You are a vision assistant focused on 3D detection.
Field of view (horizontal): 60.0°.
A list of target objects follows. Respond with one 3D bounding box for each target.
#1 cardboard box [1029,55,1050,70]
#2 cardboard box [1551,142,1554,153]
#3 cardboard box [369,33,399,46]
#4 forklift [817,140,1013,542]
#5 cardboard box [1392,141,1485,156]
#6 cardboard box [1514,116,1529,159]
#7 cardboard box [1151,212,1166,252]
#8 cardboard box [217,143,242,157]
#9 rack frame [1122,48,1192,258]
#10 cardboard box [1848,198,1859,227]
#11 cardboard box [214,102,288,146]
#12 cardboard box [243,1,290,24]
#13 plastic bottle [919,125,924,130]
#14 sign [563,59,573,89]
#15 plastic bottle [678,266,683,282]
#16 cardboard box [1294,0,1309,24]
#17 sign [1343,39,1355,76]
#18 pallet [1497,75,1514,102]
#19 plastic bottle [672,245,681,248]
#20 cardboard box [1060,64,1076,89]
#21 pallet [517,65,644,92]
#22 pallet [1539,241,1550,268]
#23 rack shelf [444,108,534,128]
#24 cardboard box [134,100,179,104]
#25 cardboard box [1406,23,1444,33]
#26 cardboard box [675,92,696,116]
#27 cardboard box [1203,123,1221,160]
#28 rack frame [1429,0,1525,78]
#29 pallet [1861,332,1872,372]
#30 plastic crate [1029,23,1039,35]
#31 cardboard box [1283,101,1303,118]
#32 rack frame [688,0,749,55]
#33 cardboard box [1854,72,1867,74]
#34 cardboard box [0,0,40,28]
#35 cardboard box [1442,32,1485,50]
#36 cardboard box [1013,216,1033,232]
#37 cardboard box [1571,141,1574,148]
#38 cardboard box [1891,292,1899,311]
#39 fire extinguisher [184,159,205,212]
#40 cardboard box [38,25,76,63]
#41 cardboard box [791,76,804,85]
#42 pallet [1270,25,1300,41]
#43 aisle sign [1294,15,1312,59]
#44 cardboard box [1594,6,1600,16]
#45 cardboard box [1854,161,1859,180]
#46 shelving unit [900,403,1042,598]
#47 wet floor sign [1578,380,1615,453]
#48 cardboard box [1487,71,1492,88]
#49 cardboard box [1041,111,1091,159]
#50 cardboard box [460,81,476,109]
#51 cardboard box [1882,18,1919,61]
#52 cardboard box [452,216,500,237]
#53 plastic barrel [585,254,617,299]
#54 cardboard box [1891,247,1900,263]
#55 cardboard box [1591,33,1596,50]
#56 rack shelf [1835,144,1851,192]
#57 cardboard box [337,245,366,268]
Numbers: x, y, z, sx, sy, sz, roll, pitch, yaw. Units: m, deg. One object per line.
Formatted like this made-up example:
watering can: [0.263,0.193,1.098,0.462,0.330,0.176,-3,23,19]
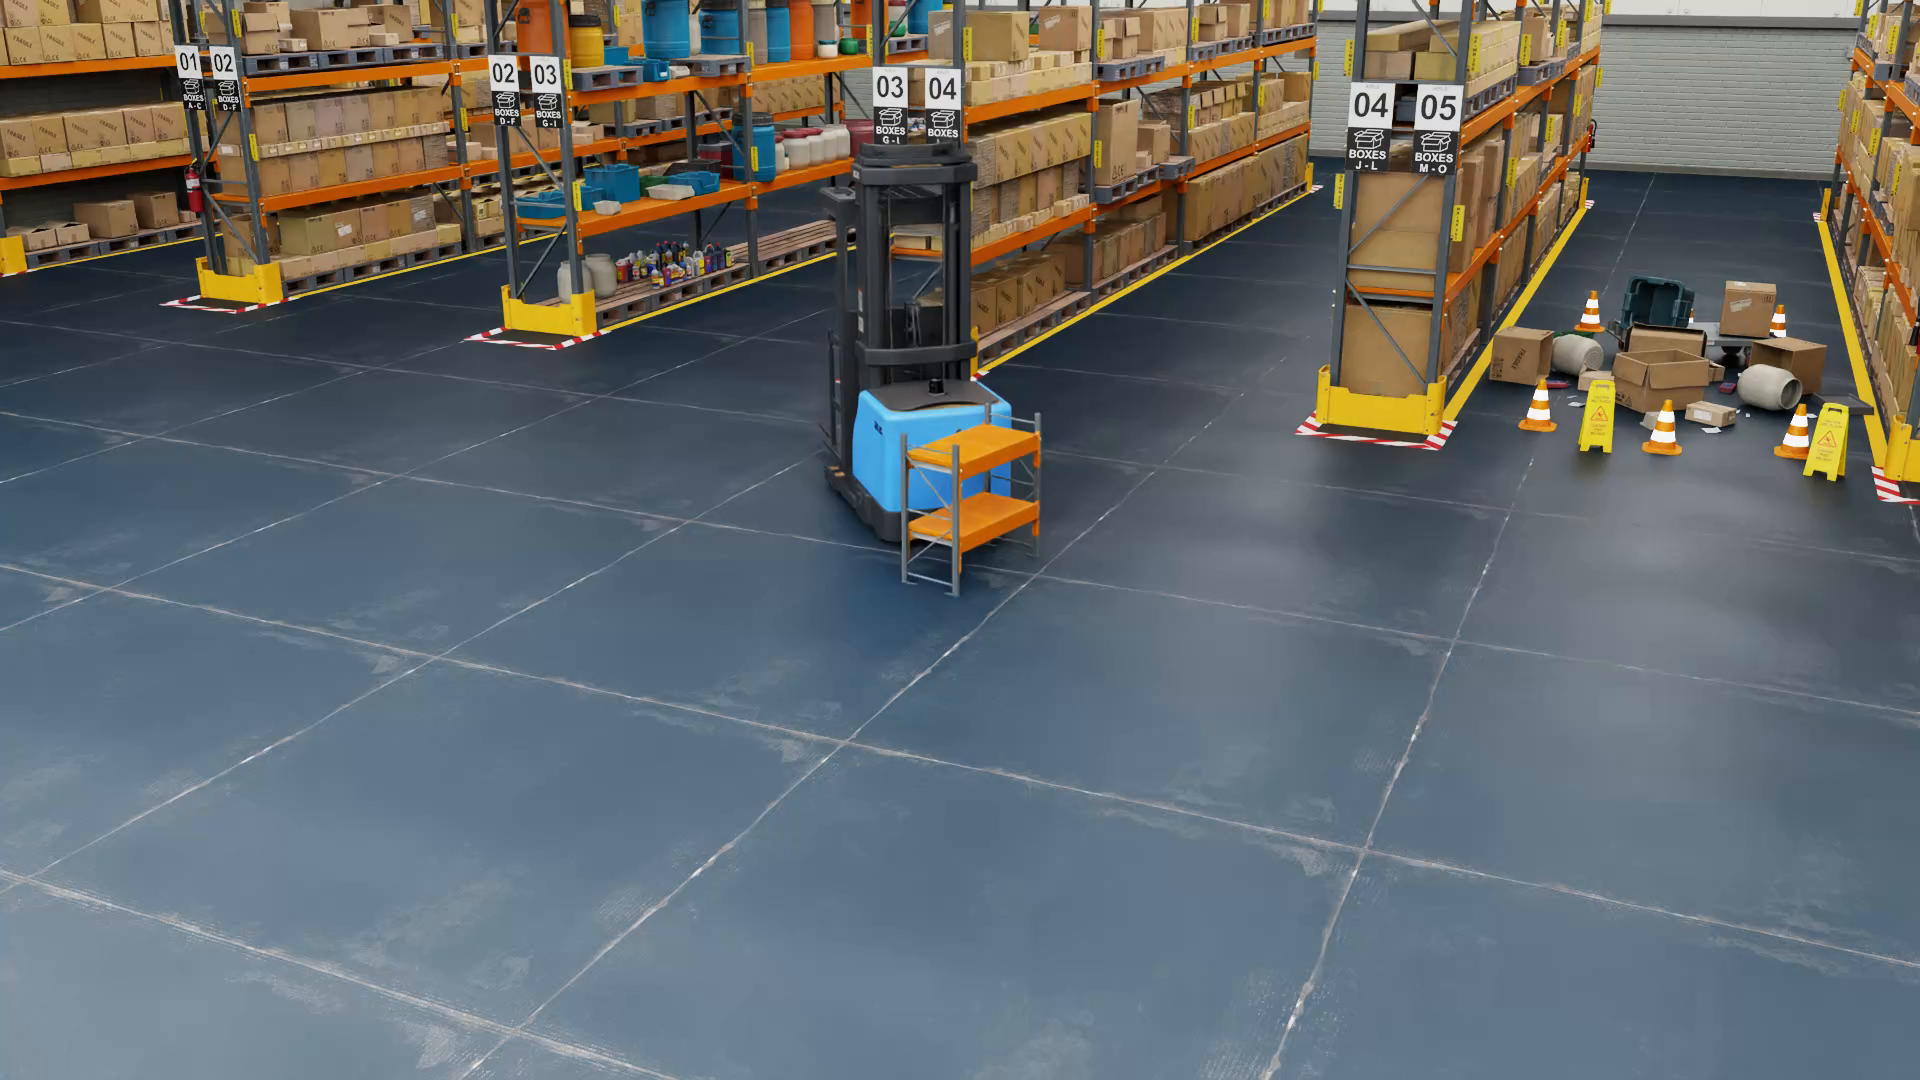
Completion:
cardboard box: [0.811,-5.462,19.003,0.380,0.149,0.250,10,22,25]
cardboard box: [8.571,-5.822,24.610,0.380,0.149,0.250,8,21,20]
cardboard box: [-8.066,-6.987,23.202,0.380,0.149,0.250,9,21,23]
forklift: [-0.526,-1.824,13.724,1.130,2.935,3.031,-6,20,-17]
cardboard box: [5.051,-3.904,17.634,0.875,0.550,0.550,9,21,23]
cardboard box: [6.938,-5.213,21.510,0.700,0.500,0.500,8,21,22]
cardboard box: [2.597,-4.519,24.273,0.700,0.500,0.500,7,21,20]
cardboard box: [-9.476,-5.108,21.737,0.380,0.149,0.250,8,21,22]
rack frame: [2.853,-5.697,24.512,1.000,3.000,0.127,9,21,23]
cardboard box: [14.253,-5.002,25.754,0.875,0.438,0.875,8,21,21]
cardboard box: [-9.234,-5.427,21.668,0.700,0.500,0.500,9,21,23]
cardboard box: [-11.540,-8.705,27.716,0.500,0.500,0.500,8,21,21]
plastic bottle: [-0.648,-6.789,27.773,0.097,0.271,0.097,0,20,0]
sign: [-4.441,-5.272,18.826,0.100,0.325,0.005,9,21,23]
plastic bottle: [-3.693,-3.497,21.845,0.097,0.201,0.097,0,20,0]
cardboard box: [5.965,-9.682,30.314,0.700,0.500,0.500,7,21,19]
sign: [3.571,-4.412,15.218,0.100,0.325,0.005,9,21,23]
pallet: [5.354,-4.886,17.886,1.003,0.211,1.213,9,21,23]
plastic bottle: [-3.941,-3.938,22.974,0.152,0.276,0.135,9,22,25]
cardboard box: [1.043,-5.484,19.658,0.500,0.250,0.500,9,22,24]
pallet: [-4.513,-5.495,19.749,1.003,0.211,1.213,9,21,23]
pallet: [8.159,-4.282,24.695,1.003,0.211,1.213,9,21,23]
rack shelf: [-9.885,-8.009,32.085,1.077,0.370,4.000,9,21,23]
cardboard box: [-12.725,-6.690,26.380,0.500,0.500,0.500,8,21,21]
cardboard box: [4.824,-5.302,17.333,0.380,0.149,0.250,9,21,23]
cardboard box: [-5.212,-7.977,30.146,0.700,0.500,0.500,3,20,9]
cardboard box: [3.716,-6.171,25.694,0.500,0.500,0.500,8,21,22]
rack frame: [5.699,-6.589,18.068,1.000,3.000,0.127,9,21,23]
pallet: [10.574,-2.039,18.387,1.003,0.211,1.213,9,21,23]
plastic crate: [1.467,-9.795,31.874,0.450,0.188,0.336,9,21,23]
cardboard box: [5.964,-7.873,30.409,0.500,0.250,0.500,8,21,22]
rack frame: [-3.304,-7.981,21.979,1.000,3.000,0.127,9,21,23]
cardboard box: [14.772,-7.536,27.074,0.380,0.149,0.250,9,21,24]
cardboard box: [-13.349,-7.462,23.327,0.500,0.500,0.500,8,21,22]
cardboard box: [4.696,-4.669,15.553,0.380,0.149,0.250,8,21,22]
cardboard box: [0.614,-3.633,19.082,0.380,0.149,0.250,9,21,23]
cardboard box: [9.768,-6.460,27.032,0.380,0.149,0.250,9,21,24]
cardboard box: [9.454,-2.345,16.476,0.380,0.149,0.250,9,22,25]
fire extinguisher: [-9.931,-4.603,21.551,0.296,0.674,0.183,9,21,23]
cardboard box: [-13.153,-7.147,23.933,0.500,0.500,0.500,10,22,25]
cardboard box: [-3.463,-9.377,33.217,0.500,0.500,0.500,9,22,24]
pallet: [5.337,-8.912,29.206,1.003,0.211,1.213,9,21,23]
aisle sign: [6.432,-9.348,30.899,0.394,0.787,0.004,9,21,23]
cardboard box: [10.441,-8.819,27.697,0.380,0.149,0.250,9,21,24]
cardboard box: [12.676,-5.078,22.996,0.500,0.250,0.500,8,21,22]
shelving unit: [0.090,-0.311,12.166,0.538,1.125,1.048,14,24,34]
wet floor sign: [5.855,-1.150,15.240,0.267,0.644,0.232,5,20,13]
cardboard box: [5.010,-4.527,16.343,0.380,0.149,0.250,8,21,22]
cardboard box: [1.282,-4.957,20.346,0.500,0.500,0.500,9,21,23]
cardboard box: [-9.638,-8.517,31.817,0.500,0.500,0.500,9,22,24]
cardboard box: [12.126,-6.324,21.023,0.700,0.500,0.500,7,21,20]
cardboard box: [-7.430,-4.826,25.540,0.500,0.250,0.500,8,21,21]
plastic barrel: [-4.536,-3.322,20.919,0.421,0.512,0.421,0,20,0]
cardboard box: [9.835,-2.944,17.145,0.380,0.149,0.250,8,21,22]
cardboard box: [10.050,-8.126,27.090,0.500,0.250,0.500,10,22,25]
rack shelf: [14.351,-5.833,25.966,1.077,0.370,4.000,9,21,23]
cardboard box: [-8.630,-3.954,23.087,0.500,0.250,0.500,9,21,23]
